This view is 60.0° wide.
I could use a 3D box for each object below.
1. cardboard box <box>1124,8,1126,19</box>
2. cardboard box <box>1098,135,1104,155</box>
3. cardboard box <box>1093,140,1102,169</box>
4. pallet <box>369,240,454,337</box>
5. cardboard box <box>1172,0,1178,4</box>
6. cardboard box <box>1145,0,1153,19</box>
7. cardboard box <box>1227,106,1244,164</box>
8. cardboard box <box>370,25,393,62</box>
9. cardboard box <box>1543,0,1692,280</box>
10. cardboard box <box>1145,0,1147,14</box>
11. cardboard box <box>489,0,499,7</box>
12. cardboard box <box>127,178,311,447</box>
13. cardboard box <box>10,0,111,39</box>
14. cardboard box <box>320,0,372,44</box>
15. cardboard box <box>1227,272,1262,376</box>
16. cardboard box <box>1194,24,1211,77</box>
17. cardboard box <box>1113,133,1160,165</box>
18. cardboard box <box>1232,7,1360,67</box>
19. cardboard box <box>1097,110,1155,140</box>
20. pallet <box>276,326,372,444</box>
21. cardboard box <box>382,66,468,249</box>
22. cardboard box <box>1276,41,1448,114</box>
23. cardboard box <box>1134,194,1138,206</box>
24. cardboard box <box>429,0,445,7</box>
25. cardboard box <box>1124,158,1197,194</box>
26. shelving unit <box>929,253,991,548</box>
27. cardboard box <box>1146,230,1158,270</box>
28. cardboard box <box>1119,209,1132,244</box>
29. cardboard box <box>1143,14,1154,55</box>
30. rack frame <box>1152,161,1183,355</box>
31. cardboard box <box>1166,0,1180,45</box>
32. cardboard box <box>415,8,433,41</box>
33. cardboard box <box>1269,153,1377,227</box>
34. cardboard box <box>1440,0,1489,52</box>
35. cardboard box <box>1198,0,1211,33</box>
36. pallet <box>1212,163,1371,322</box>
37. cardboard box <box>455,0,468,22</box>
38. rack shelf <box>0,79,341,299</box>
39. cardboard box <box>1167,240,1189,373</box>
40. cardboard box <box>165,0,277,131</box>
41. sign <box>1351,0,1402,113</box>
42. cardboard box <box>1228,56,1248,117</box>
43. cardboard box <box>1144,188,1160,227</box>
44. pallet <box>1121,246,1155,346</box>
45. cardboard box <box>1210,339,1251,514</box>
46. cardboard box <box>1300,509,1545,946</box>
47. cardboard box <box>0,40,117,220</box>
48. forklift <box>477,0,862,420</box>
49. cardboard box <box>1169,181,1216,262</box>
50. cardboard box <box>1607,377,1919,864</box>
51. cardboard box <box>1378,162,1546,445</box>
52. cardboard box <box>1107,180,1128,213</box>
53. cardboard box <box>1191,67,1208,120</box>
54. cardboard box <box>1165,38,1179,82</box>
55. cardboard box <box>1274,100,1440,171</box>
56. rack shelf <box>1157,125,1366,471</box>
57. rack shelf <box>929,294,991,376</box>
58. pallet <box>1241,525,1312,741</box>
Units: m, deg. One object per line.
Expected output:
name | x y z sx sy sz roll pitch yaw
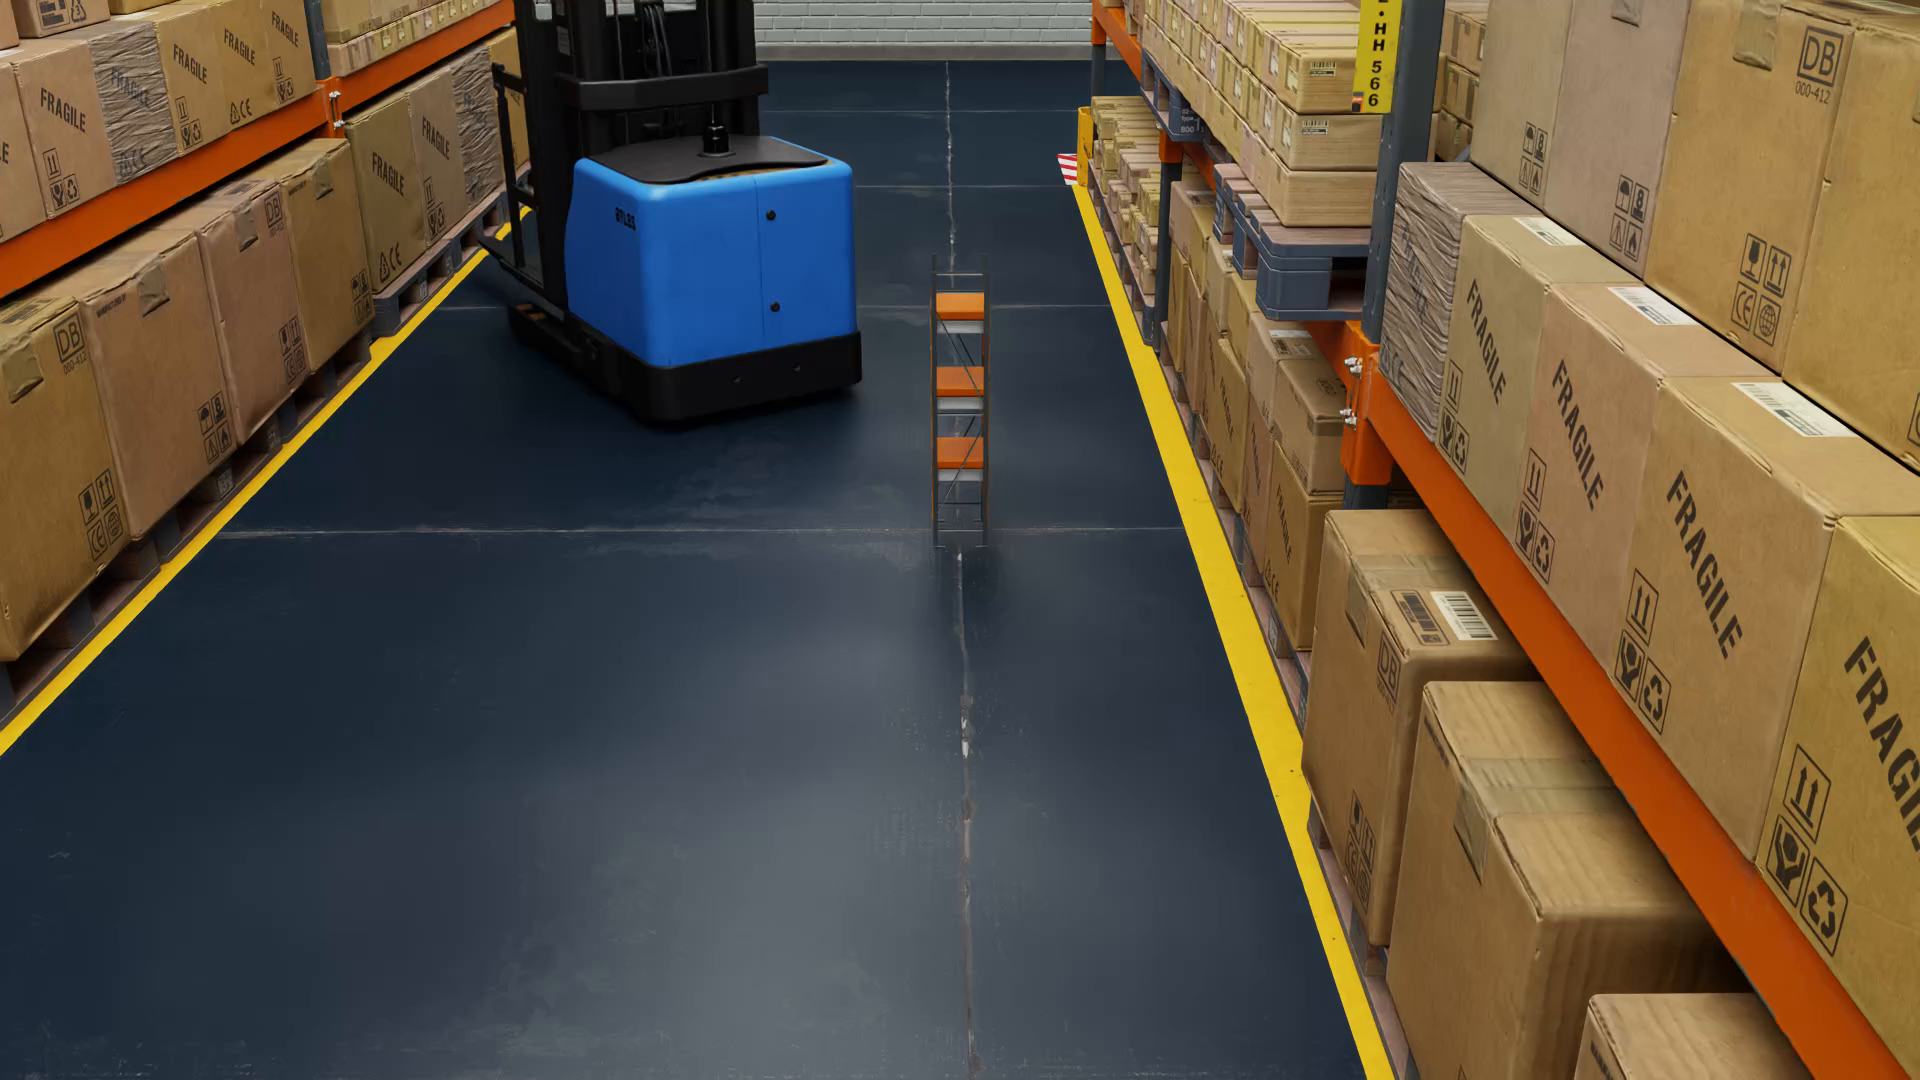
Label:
cardboard box | 1.190 -3.183 9.953 0.380 0.149 0.250 -1 24 -2
cardboard box | 1.124 -2.666 11.094 0.380 0.149 0.250 0 24 -1
cardboard box | 1.114 -2.644 11.405 0.380 0.149 0.250 0 24 1
pallet | -3.419 -1.383 9.051 1.003 0.211 1.213 0 24 -1
cardboard box | 1.026 -2.180 6.504 0.380 0.149 0.250 -1 24 -1
cardboard box | 1.016 -2.368 7.280 0.380 0.149 0.250 0 24 0
cardboard box | 1.047 -1.261 5.194 0.380 0.149 0.250 -1 24 -1
cardboard box | -3.166 -2.565 8.587 0.380 0.149 0.250 1 24 1
cardboard box | 1.517 -0.780 2.999 0.700 0.500 0.500 -1 24 -1
cardboard box | 1.184 -2.699 8.096 0.500 0.500 0.500 0 24 0
cardboard box | -3.193 -3.517 10.691 0.380 0.149 0.250 0 24 0
cardboard box | -3.451 -0.931 6.737 1.225 0.875 0.875 -1 24 -2
cardboard box | -3.455 -2.040 5.782 0.797 0.503 0.637 1 24 1
cardboard box | -3.232 -2.602 8.183 0.500 0.250 0.500 -1 24 -2
cardboard box | 1.240 -0.764 5.913 0.500 0.250 0.500 0 24 1
cardboard box | 1.035 -1.724 5.856 0.380 0.149 0.250 -1 24 -2
cardboard box | 1.128 -2.372 10.083 0.380 0.149 0.250 0 24 0
cardboard box | 1.042 -1.541 5.091 0.380 0.149 0.250 0 24 1
cardboard box | 1.092 -2.697 10.801 0.380 0.149 0.250 0 24 -1
pallet | -3.405 -0.751 7.655 1.003 0.211 1.213 0 24 -1
cardboard box | -3.426 -2.206 9.556 0.875 0.875 0.875 0 24 -1
cardboard box | 1.052 -1.220 4.380 0.380 0.149 0.250 -1 24 -3
cardboard box | 1.188 -1.907 9.415 0.380 0.149 0.250 0 24 1
cardboard box | -3.241 -3.223 9.558 0.500 0.250 0.500 0 24 0
cardboard box | 1.135 -2.055 9.382 0.380 0.149 0.250 -1 24 -3
shelving unit | -0.001 -0.500 6.082 0.215 1.050 0.252 0 24 -1
cardboard box | 1.151 -1.476 8.464 0.380 0.149 0.250 0 24 0
cardboard box | 1.116 -1.799 9.538 0.380 0.149 0.250 0 24 -1
cardboard box | 1.016 -2.233 7.342 0.380 0.149 0.250 -1 24 -3
rack frame | 1.472 -2.320 7.740 1.000 3.000 0.127 0 24 -1
cardboard box | 1.028 -2.048 6.572 0.380 0.149 0.250 -1 24 -3
cardboard box | -3.174 -2.883 9.288 0.380 0.149 0.250 0 24 0
cardboard box | 1.051 -0.950 4.506 0.380 0.149 0.250 0 24 0
cardboard box | 1.693 -1.644 5.317 0.380 0.149 0.250 1 24 2
cardboard box | 1.038 -1.860 5.796 0.380 0.149 0.250 0 24 1
pallet | 1.401 -0.878 4.783 1.213 0.211 1.003 0 24 -1
cardboard box | -3.183 -3.200 9.991 0.380 0.149 0.250 0 24 0
rack shelf | -3.467 -1.188 6.109 1.077 0.370 4.000 0 24 -1
cardboard box | 1.215 -1.067 7.493 0.500 0.500 0.500 1 24 1
cardboard box | -3.212 -1.990 6.888 0.500 0.500 0.500 0 24 1
sign | 0.973 -1.157 3.859 0.100 0.325 0.005 0 24 -1
cardboard box | 1.043 -1.407 5.156 0.380 0.149 0.250 0 24 0
cardboard box | 1.165 -1.734 8.672 0.380 0.149 0.250 0 24 0
pallet | 1.429 -1.326 8.926 1.003 0.211 1.213 0 24 -1
cardboard box | 1.223 -0.426 6.076 0.500 0.500 0.500 -1 24 -3
cardboard box | 1.432 0.413 3.917 1.050 0.750 0.750 -1 24 -1
cardboard box | -3.195 -1.362 5.500 0.500 0.500 0.500 -1 24 -2
forklift | -1.673 -2.414 8.030 1.130 2.935 3.031 -15 28 -29
cardboard box | 1.216 -1.409 7.338 0.500 0.250 0.500 -1 24 -3
cardboard box | 1.267 0.091 2.287 0.500 0.500 0.500 -1 24 -1
cardboard box | 1.251 -0.531 3.663 0.500 0.500 0.500 0 24 0
cardboard box | 1.115 -2.120 10.248 0.380 0.149 0.250 -1 24 -3
cardboard box | 1.036 -1.591 5.923 0.380 0.149 0.250 -1 24 -3
cardboard box | 1.026 -1.912 6.633 0.380 0.149 0.250 0 24 0
cardboard box | 1.055 -1.086 4.445 0.380 0.149 0.250 0 24 1
rack shelf | 1.494 -1.168 6.066 1.077 0.370 4.000 0 24 -1
rack shelf | -0.001 -0.749 5.970 0.215 0.259 0.240 0 24 -1
pallet | 1.509 0.277 5.382 1.003 0.211 1.213 0 24 -1
